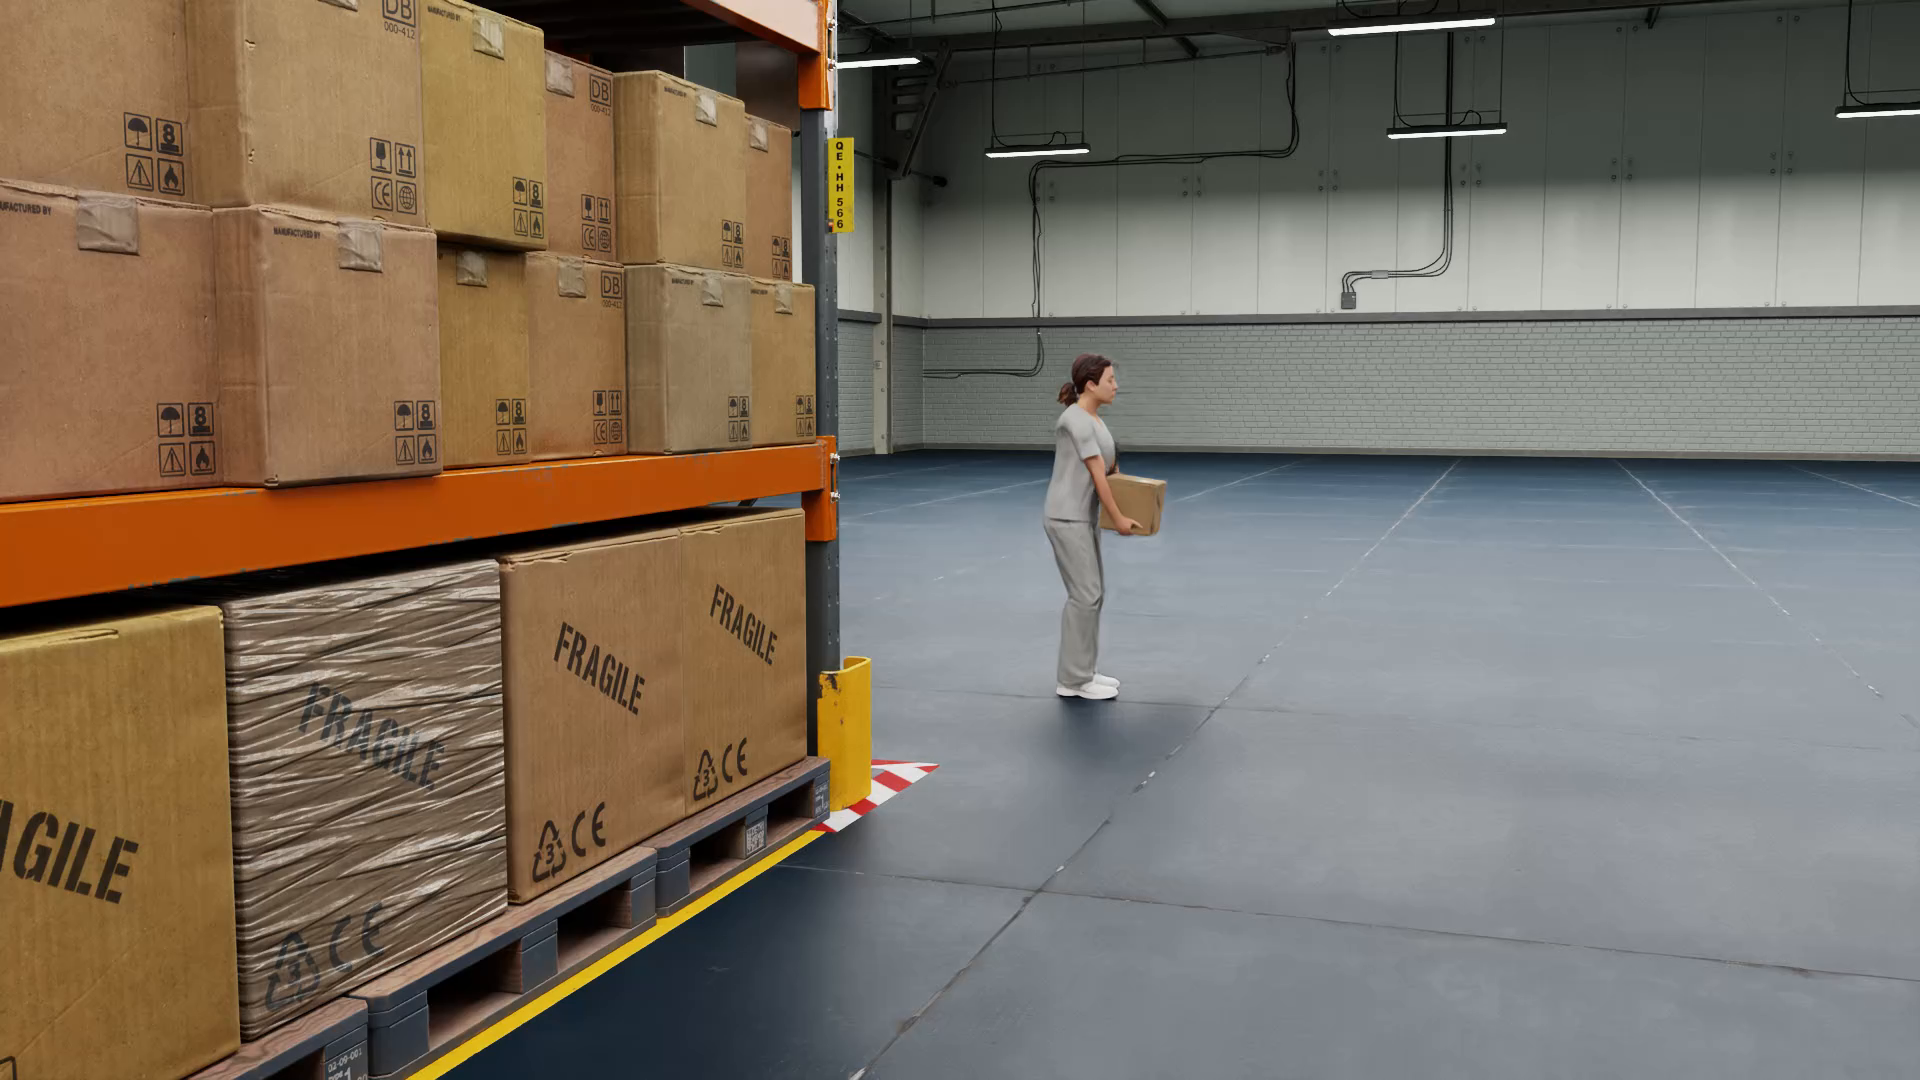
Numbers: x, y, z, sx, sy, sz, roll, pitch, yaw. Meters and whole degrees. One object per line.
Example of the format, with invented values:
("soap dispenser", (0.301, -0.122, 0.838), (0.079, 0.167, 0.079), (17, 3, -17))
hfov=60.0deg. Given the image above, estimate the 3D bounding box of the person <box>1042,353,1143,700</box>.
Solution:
("person", (0.665, -0.072, 8.074), (0.510, 1.664, 0.410), (2, 6, 18))
